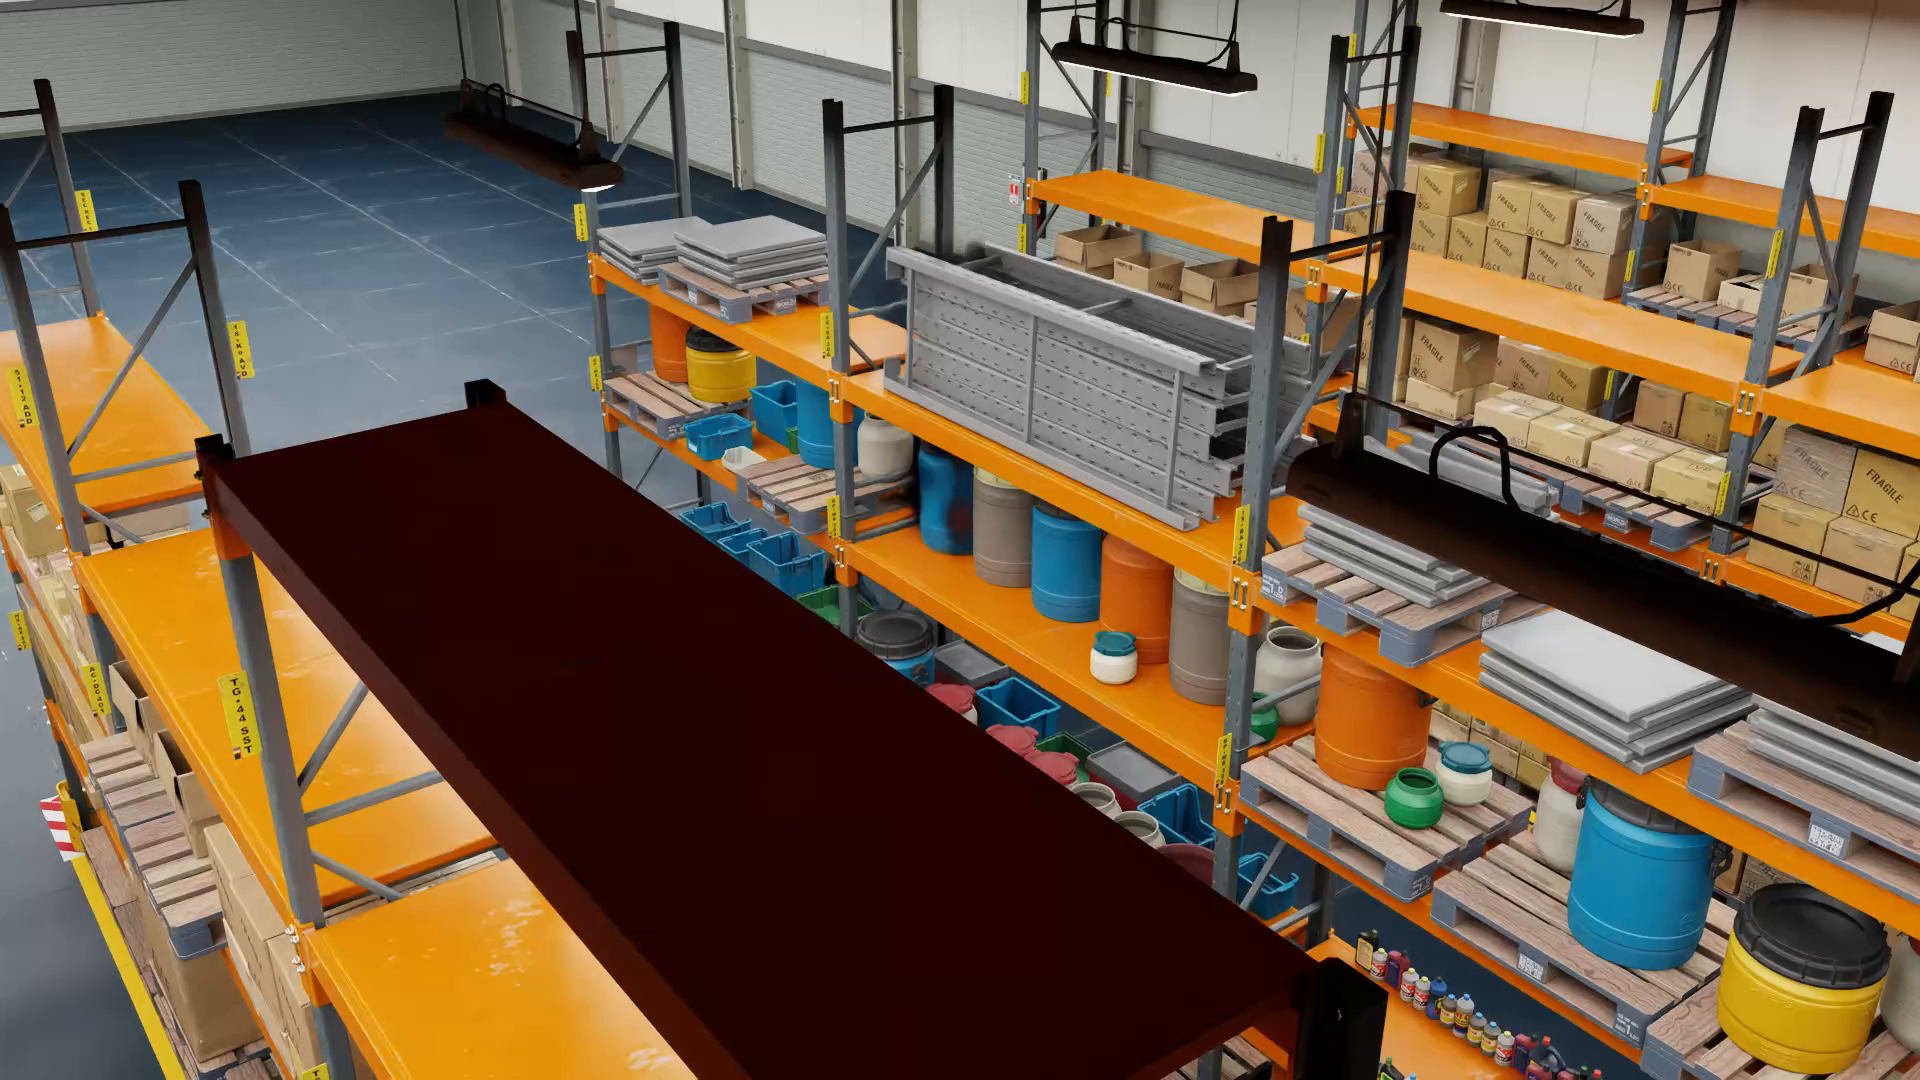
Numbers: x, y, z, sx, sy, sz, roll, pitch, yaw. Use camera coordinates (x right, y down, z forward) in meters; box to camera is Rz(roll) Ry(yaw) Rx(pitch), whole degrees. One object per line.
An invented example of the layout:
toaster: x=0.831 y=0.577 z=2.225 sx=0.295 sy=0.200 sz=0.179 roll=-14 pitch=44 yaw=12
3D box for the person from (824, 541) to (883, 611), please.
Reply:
person: x=-1.118 y=0.196 z=16.653 sx=0.922 sy=1.571 sz=0.551 roll=15 pitch=29 yaw=30
